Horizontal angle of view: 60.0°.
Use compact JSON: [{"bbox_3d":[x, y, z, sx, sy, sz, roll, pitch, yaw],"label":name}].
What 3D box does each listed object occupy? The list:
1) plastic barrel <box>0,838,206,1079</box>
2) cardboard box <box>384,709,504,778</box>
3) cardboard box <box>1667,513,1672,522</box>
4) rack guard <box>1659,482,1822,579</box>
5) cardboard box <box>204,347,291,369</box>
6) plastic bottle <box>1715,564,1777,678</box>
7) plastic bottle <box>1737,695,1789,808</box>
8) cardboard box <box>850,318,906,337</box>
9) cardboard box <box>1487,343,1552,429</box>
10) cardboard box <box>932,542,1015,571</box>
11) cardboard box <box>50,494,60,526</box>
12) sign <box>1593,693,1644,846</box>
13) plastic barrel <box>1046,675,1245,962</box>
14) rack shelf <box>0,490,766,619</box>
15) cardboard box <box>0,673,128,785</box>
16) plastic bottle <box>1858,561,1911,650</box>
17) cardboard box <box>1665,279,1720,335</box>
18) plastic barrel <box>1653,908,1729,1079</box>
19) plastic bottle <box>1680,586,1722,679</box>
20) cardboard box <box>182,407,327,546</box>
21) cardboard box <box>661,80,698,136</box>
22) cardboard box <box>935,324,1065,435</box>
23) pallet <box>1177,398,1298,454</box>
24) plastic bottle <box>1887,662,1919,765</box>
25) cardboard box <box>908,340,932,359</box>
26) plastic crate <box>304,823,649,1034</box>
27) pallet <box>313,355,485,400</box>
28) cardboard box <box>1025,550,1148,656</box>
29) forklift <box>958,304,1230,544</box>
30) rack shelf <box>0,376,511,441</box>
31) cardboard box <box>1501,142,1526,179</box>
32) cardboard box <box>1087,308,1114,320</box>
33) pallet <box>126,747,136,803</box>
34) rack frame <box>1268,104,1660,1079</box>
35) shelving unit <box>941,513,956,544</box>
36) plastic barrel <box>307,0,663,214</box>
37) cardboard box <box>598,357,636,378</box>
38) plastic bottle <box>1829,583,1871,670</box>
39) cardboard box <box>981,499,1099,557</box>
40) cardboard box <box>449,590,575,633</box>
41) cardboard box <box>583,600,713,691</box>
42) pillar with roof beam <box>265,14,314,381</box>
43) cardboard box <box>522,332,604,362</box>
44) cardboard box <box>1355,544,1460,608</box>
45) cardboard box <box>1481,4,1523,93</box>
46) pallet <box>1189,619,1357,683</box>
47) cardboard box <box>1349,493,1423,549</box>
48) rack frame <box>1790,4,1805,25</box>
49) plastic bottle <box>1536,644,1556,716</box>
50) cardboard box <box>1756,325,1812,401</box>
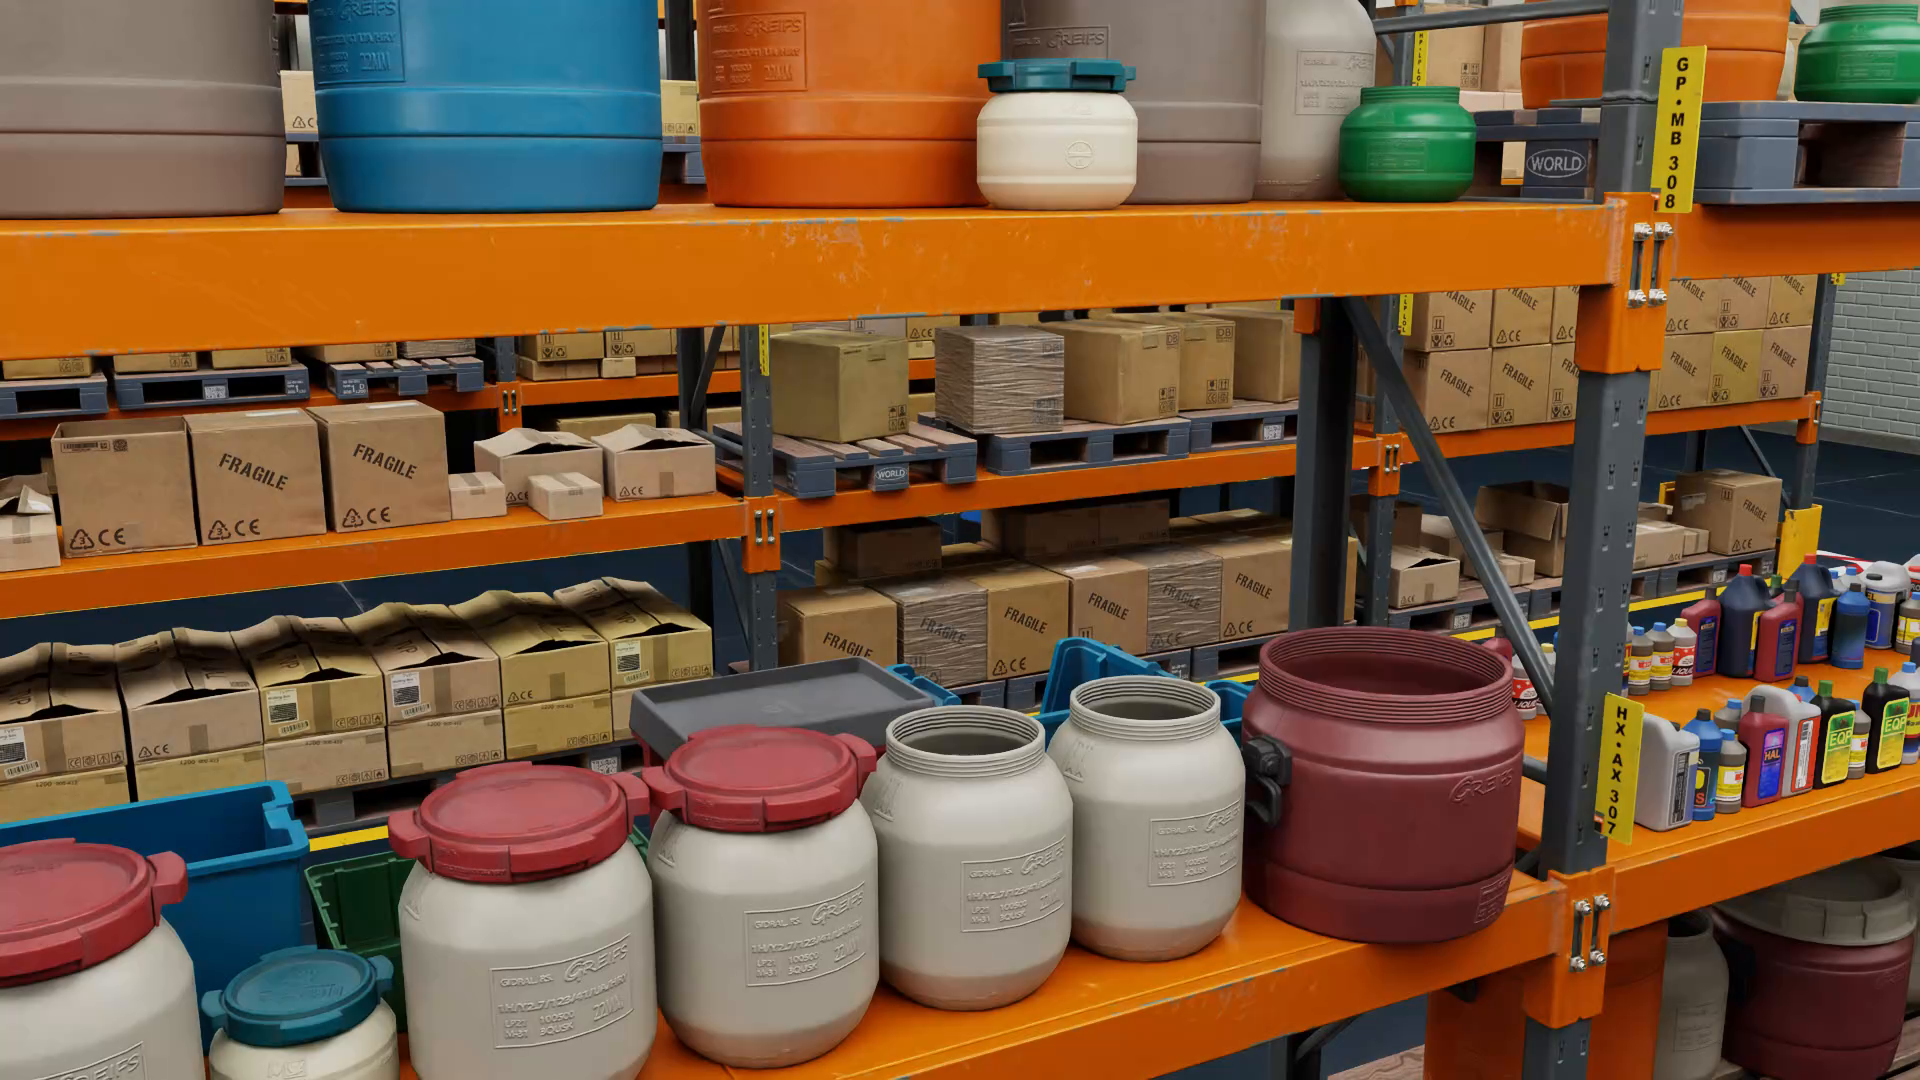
[{"bbox_3d":[-1.385,0.775,2.524,0.433,0.535,0.433,0,13,0],"label":"plastic barrel"},{"bbox_3d":[-2.428,0.870,7.718,0.500,0.250,0.500,-6,14,-27],"label":"cardboard box"},{"bbox_3d":[5.081,-0.146,12.377,0.250,0.166,0.380,-7,14,-28],"label":"cardboard box"},{"bbox_3d":[5.766,-0.090,12.372,0.348,0.500,1.175,-7,14,-28],"label":"rack guard"},{"bbox_3d":[-5.057,-1.507,11.744,0.500,0.500,0.700,-7,14,-28],"label":"cardboard box"},{"bbox_3d":[2.494,0.249,5.283,0.185,0.351,0.144,-7,14,-28],"label":"plastic bottle"},{"bbox_3d":[2.026,0.527,4.203,0.133,0.283,0.061,-7,14,-28],"label":"plastic bottle"},{"bbox_3d":[-0.782,-1.902,13.779,0.500,0.500,0.500,-7,14,-27],"label":"cardboard box"},{"bbox_3d":[3.348,-1.001,10.499,0.500,0.500,0.500,-7,14,-27],"label":"cardboard box"},{"bbox_3d":[-0.026,0.331,9.499,0.500,0.500,0.500,-7,15,-30],"label":"cardboard box"},{"bbox_3d":[-6.439,-0.085,11.348,0.500,0.500,0.700,-6,14,-26],"label":"cardboard box"},{"bbox_3d":[1.451,0.504,3.664,0.005,0.325,0.100,-7,14,-28],"label":"sign"},{"bbox_3d":[0.380,0.574,3.474,0.421,0.512,0.421,0,13,0],"label":"plastic barrel"},{"bbox_3d":[-2.945,0.085,7.537,4.000,0.370,1.077,-7,14,-28],"label":"rack shelf"},{"bbox_3d":[-3.776,0.760,6.927,0.500,0.311,0.500,-7,14,-29],"label":"cardboard box"},{"bbox_3d":[3.087,0.216,5.602,0.135,0.276,0.152,-7,14,-28],"label":"plastic bottle"},{"bbox_3d":[4.678,-1.646,11.085,0.500,0.500,0.500,-6,14,-26],"label":"cardboard box"},{"bbox_3d":[2.055,1.356,4.961,0.421,0.512,0.421,0,13,0],"label":"plastic barrel"},{"bbox_3d":[2.335,0.291,5.251,0.133,0.283,0.061,-7,14,-28],"label":"plastic bottle"},{"bbox_3d":[-3.116,-0.290,7.338,0.500,0.500,0.500,-7,14,-28],"label":"cardboard box"},{"bbox_3d":[-1.560,-2.013,7.774,0.500,0.250,0.500,-8,15,-32],"label":"cardboard box"},{"bbox_3d":[0.204,-0.877,8.991,0.500,0.500,0.700,-4,13,-17],"label":"cardboard box"},{"bbox_3d":[1.568,-0.740,10.004,1.213,0.211,1.003,-7,14,-28],"label":"pallet"},{"bbox_3d":[2.556,0.464,4.507,0.097,0.271,0.097,0,13,0],"label":"plastic bottle"},{"bbox_3d":[-0.426,-1.617,13.990,0.250,0.149,0.380,-7,14,-27],"label":"cardboard box"},{"bbox_3d":[-0.937,0.765,3.359,0.662,0.188,0.450,-7,14,-28],"label":"plastic crate"},{"bbox_3d":[-4.140,-1.241,12.230,1.003,0.211,1.213,-7,14,-28],"label":"pallet"},{"bbox_3d":[0.702,0.372,9.315,0.500,0.500,0.500,-7,15,-30],"label":"cardboard box"},{"bbox_3d":[1.311,-1.118,11.403,1.130,2.935,3.031,-10,16,-38],"label":"forklift"},{"bbox_3d":[-5.321,-0.869,11.777,4.000,0.370,1.077,-7,14,-28],"label":"rack shelf"},{"bbox_3d":[3.308,-2.342,10.196,0.500,0.250,0.500,-7,14,-28],"label":"cardboard box"},{"bbox_3d":[1.072,-2.127,15.046,0.700,0.700,0.980,-7,15,-29],"label":"cardboard box"},{"bbox_3d":[-4.072,1.220,7.207,1.213,0.211,1.003,-7,14,-28],"label":"pallet"},{"bbox_3d":[1.181,0.479,4.150,0.127,3.000,1.000,-7,14,-28],"label":"rack frame"},{"bbox_3d":[-0.013,-0.584,12.971,0.189,1.200,0.258,-7,14,-28],"label":"shelving unit"},{"bbox_3d":[-0.839,-1.041,2.931,0.708,0.901,0.600,-7,14,-28],"label":"plastic barrel"},{"bbox_3d":[-2.667,-1.344,12.776,0.250,0.149,0.380,-6,14,-26],"label":"cardboard box"},{"bbox_3d":[2.870,0.273,5.357,0.097,0.271,0.097,0,13,0],"label":"plastic bottle"},{"bbox_3d":[0.463,-0.096,9.687,0.500,0.250,0.500,-7,15,-29],"label":"cardboard box"},{"bbox_3d":[-2.247,0.442,8.341,0.500,0.311,0.500,-7,15,-29],"label":"cardboard box"},{"bbox_3d":[-1.531,0.489,8.132,0.500,0.311,0.500,-6,14,-26],"label":"cardboard box"},{"bbox_3d":[-3.059,-3.558,8.421,0.400,9.000,9.100,-7,14,-28],"label":"pillar with roof beam"},{"bbox_3d":[-3.017,-1.636,12.595,0.500,0.500,0.500,-6,14,-26],"label":"cardboard box"},{"bbox_3d":[2.794,0.198,10.521,0.500,0.311,0.500,-7,14,-28],"label":"cardboard box"},{"bbox_3d":[3.237,-2.981,10.185,0.500,0.500,0.700,-7,14,-28],"label":"cardboard box"},{"bbox_3d":[1.626,0.556,10.157,1.213,0.211,1.003,-7,14,-28],"label":"pallet"},{"bbox_3d":[2.686,-0.007,10.998,0.500,0.500,0.500,-7,14,-28],"label":"cardboard box"},{"bbox_3d":[5.833,-4.245,11.474,0.127,3.000,1.000,-7,14,-28],"label":"rack frame"},{"bbox_3d":[1.730,0.408,4.918,0.097,0.201,0.097,0,13,0],"label":"plastic bottle"},{"bbox_3d":[5.570,-1.267,11.679,0.500,0.500,0.500,-6,14,-26],"label":"cardboard box"}]
